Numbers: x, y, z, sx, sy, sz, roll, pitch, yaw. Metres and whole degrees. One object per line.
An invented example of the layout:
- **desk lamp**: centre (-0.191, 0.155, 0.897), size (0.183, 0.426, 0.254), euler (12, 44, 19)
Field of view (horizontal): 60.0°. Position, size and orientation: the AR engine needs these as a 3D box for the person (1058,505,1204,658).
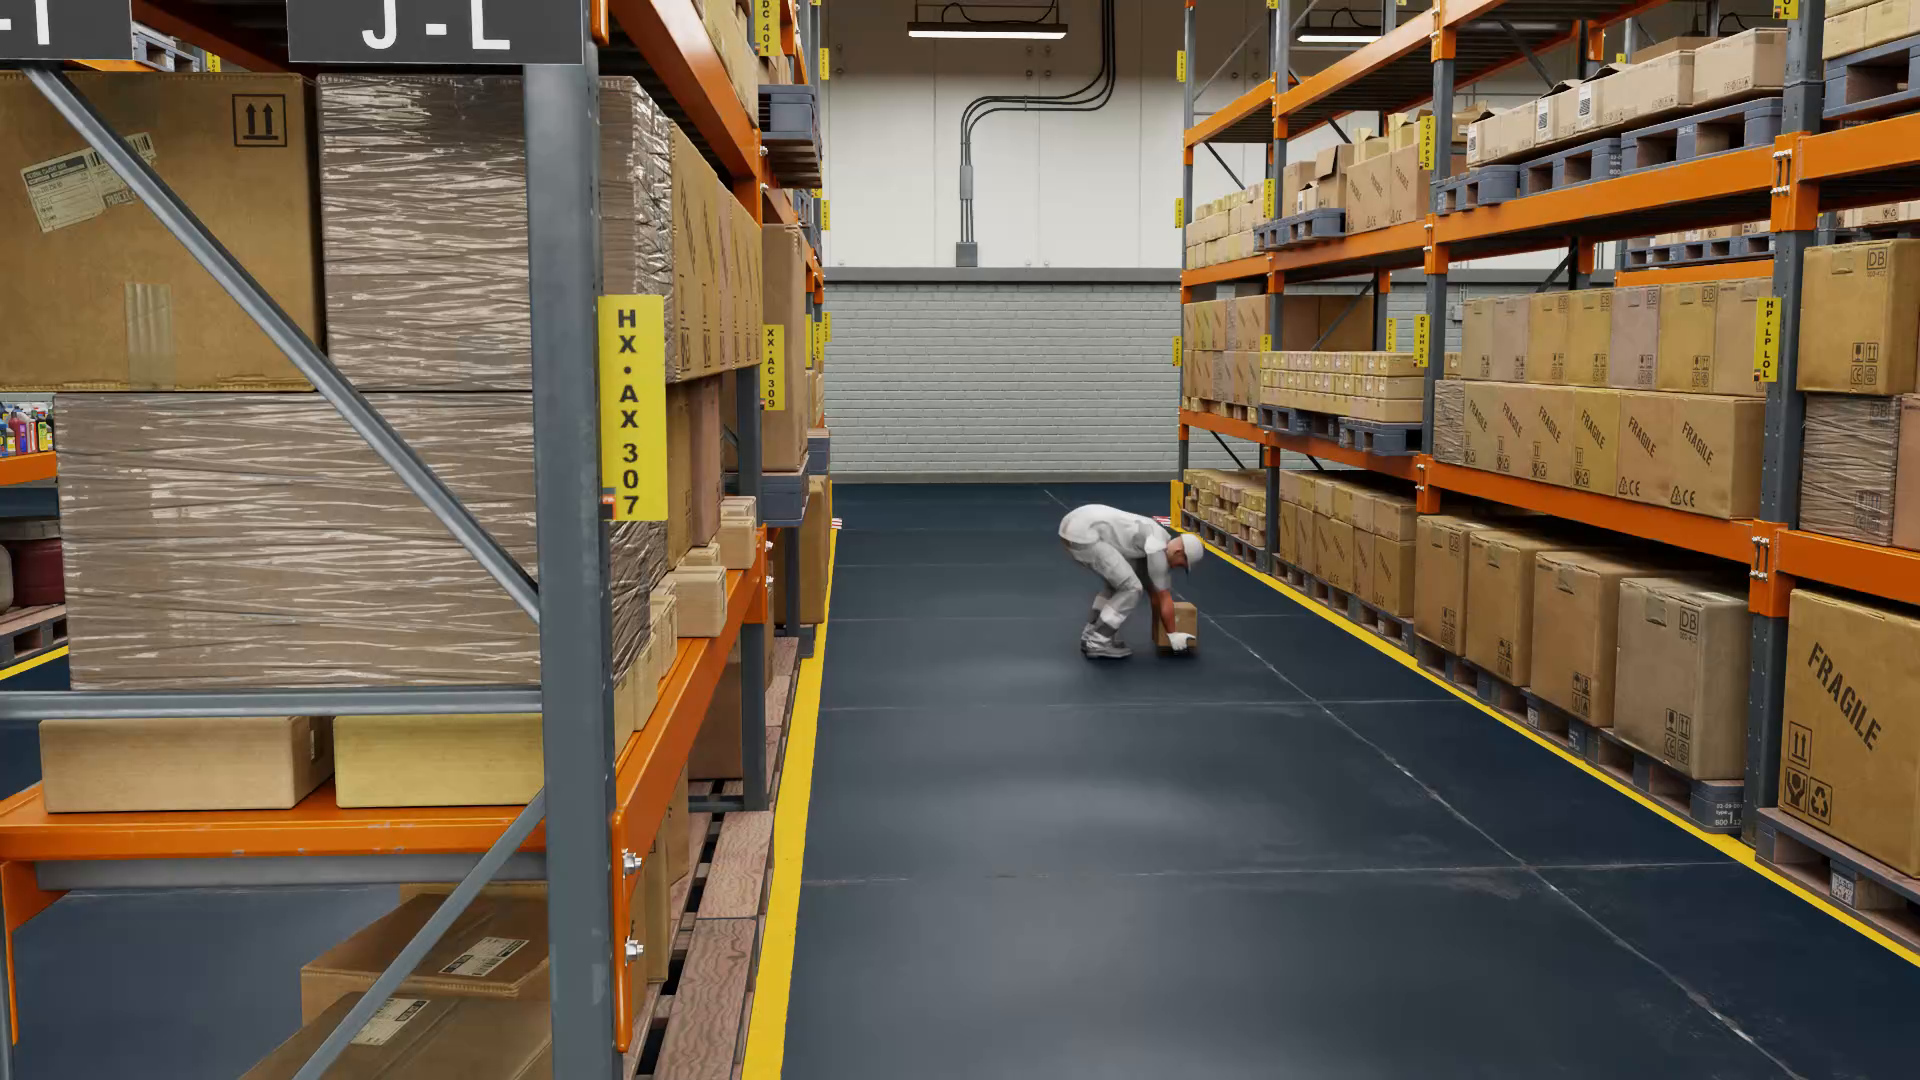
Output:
- **person**: centre (1.117, 0.257, 10.862), size (0.949, 0.983, 0.531), euler (-1, 7, -7)
